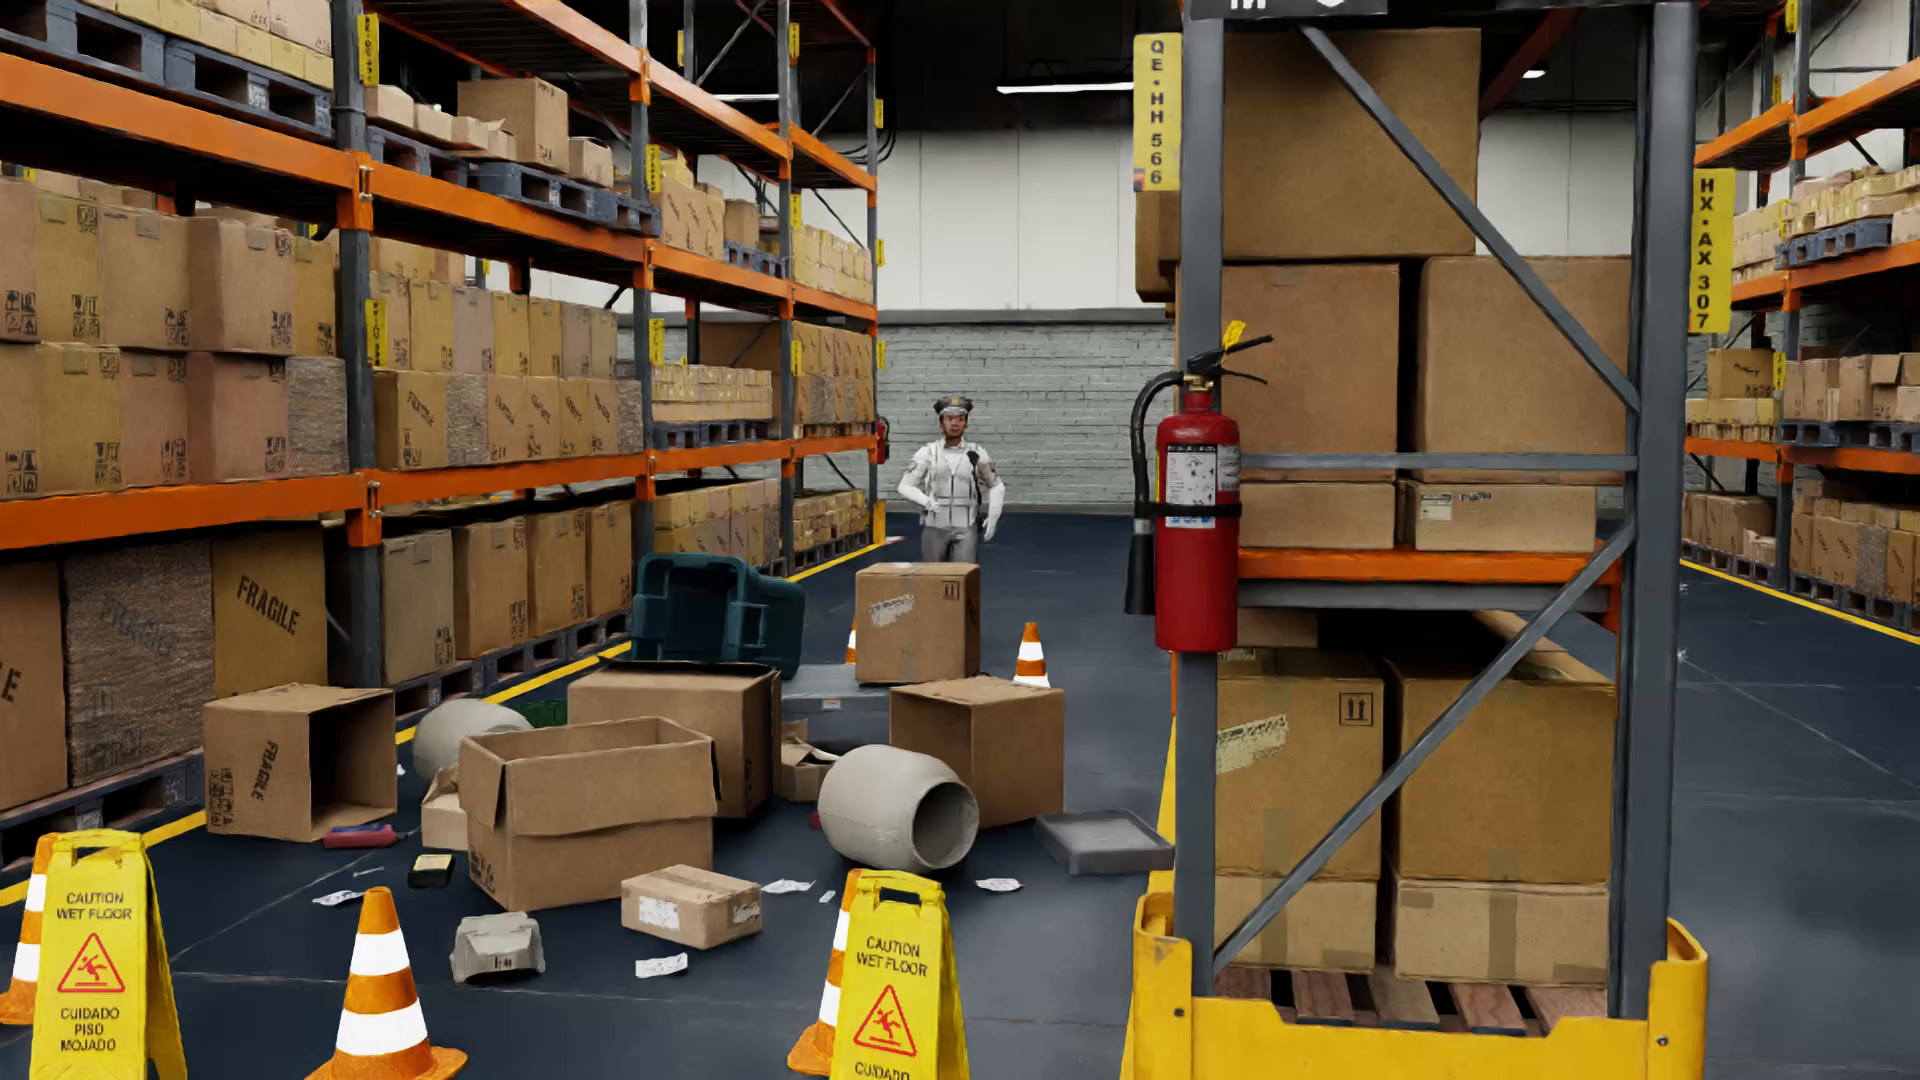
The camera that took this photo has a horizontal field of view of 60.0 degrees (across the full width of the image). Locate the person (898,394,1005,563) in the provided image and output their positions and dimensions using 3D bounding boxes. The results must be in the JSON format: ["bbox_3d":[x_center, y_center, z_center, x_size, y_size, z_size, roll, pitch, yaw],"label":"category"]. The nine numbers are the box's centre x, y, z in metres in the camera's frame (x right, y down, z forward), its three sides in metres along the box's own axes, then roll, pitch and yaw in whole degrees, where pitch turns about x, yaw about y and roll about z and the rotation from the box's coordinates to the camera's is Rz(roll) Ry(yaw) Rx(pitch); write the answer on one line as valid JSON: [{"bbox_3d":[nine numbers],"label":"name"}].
[{"bbox_3d":[-0.048,-0.034,10.062,0.662,1.692,0.710,0,5,-1],"label":"person"}]
